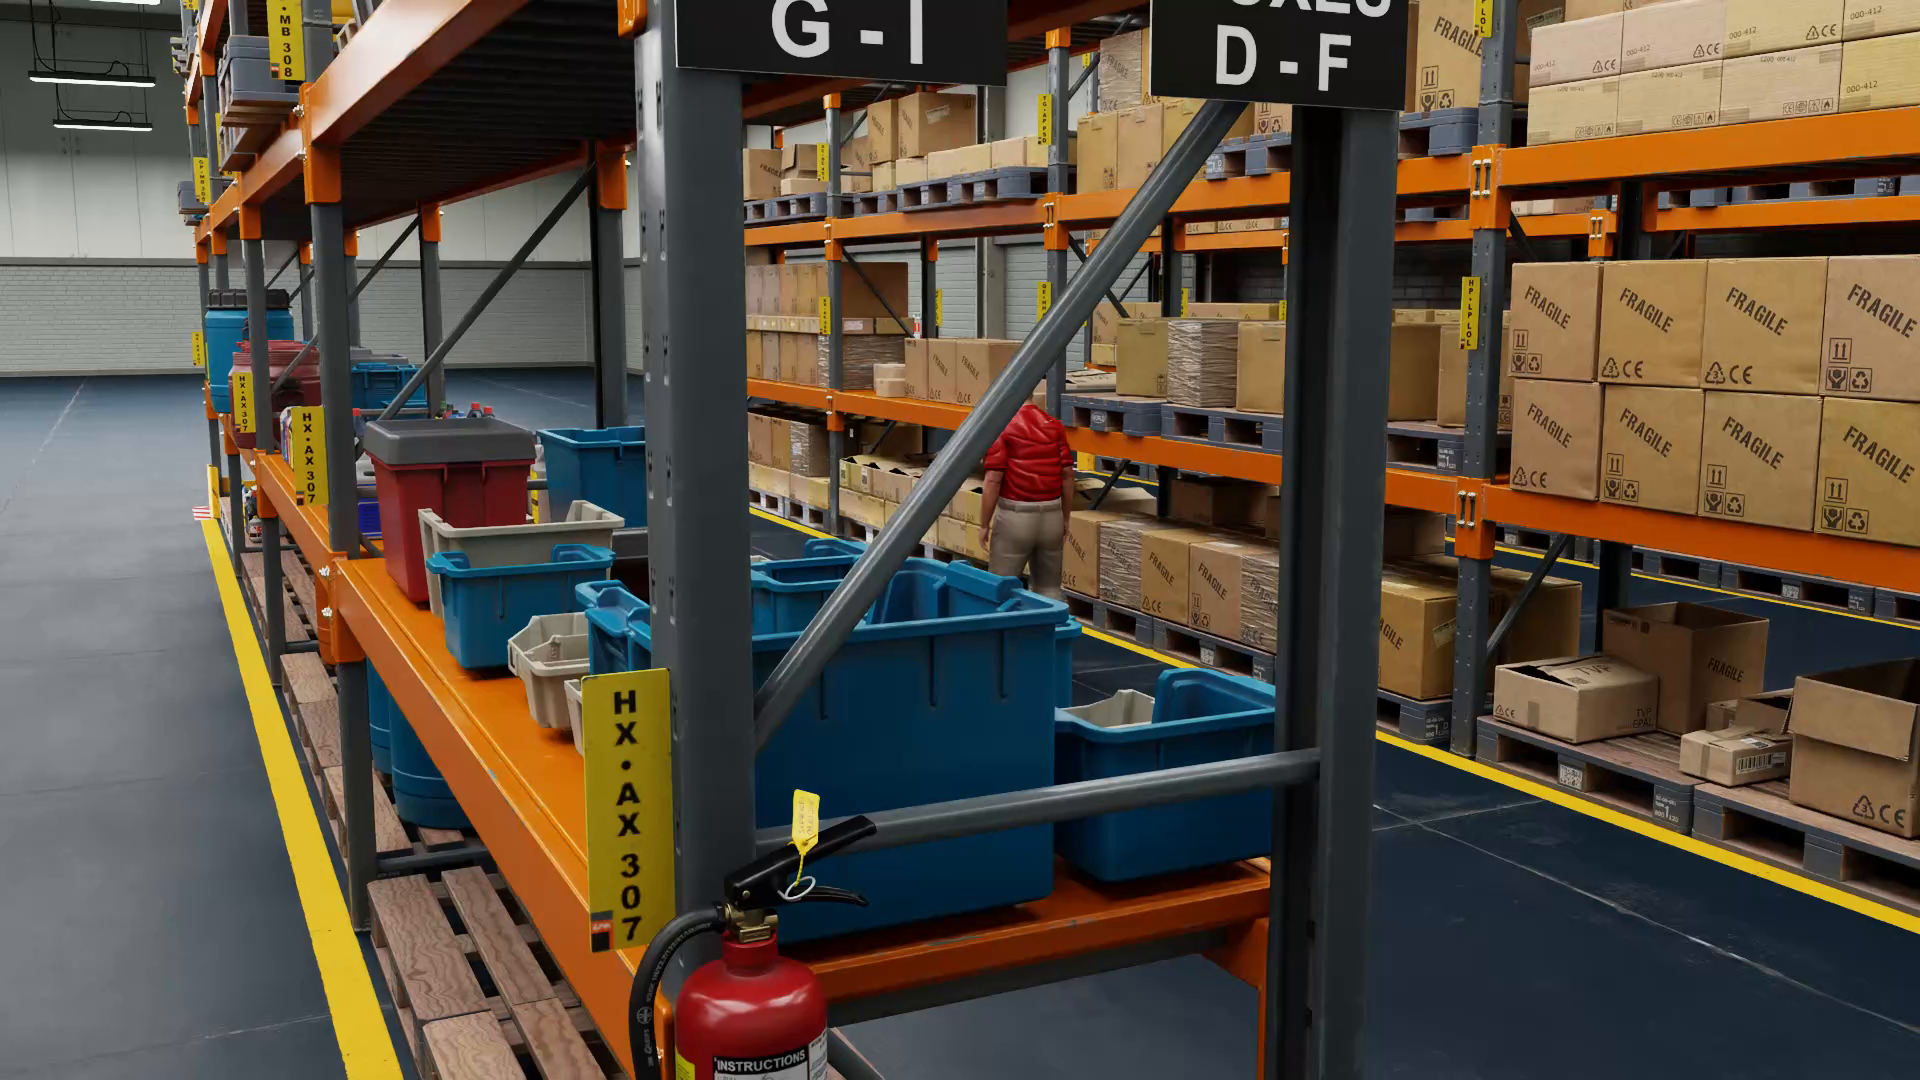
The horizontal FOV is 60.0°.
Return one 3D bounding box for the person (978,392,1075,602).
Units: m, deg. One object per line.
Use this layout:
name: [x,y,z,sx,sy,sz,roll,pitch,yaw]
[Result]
person: [0.370,-0.082,9.439,0.583,1.726,0.394,-4,9,-26]
